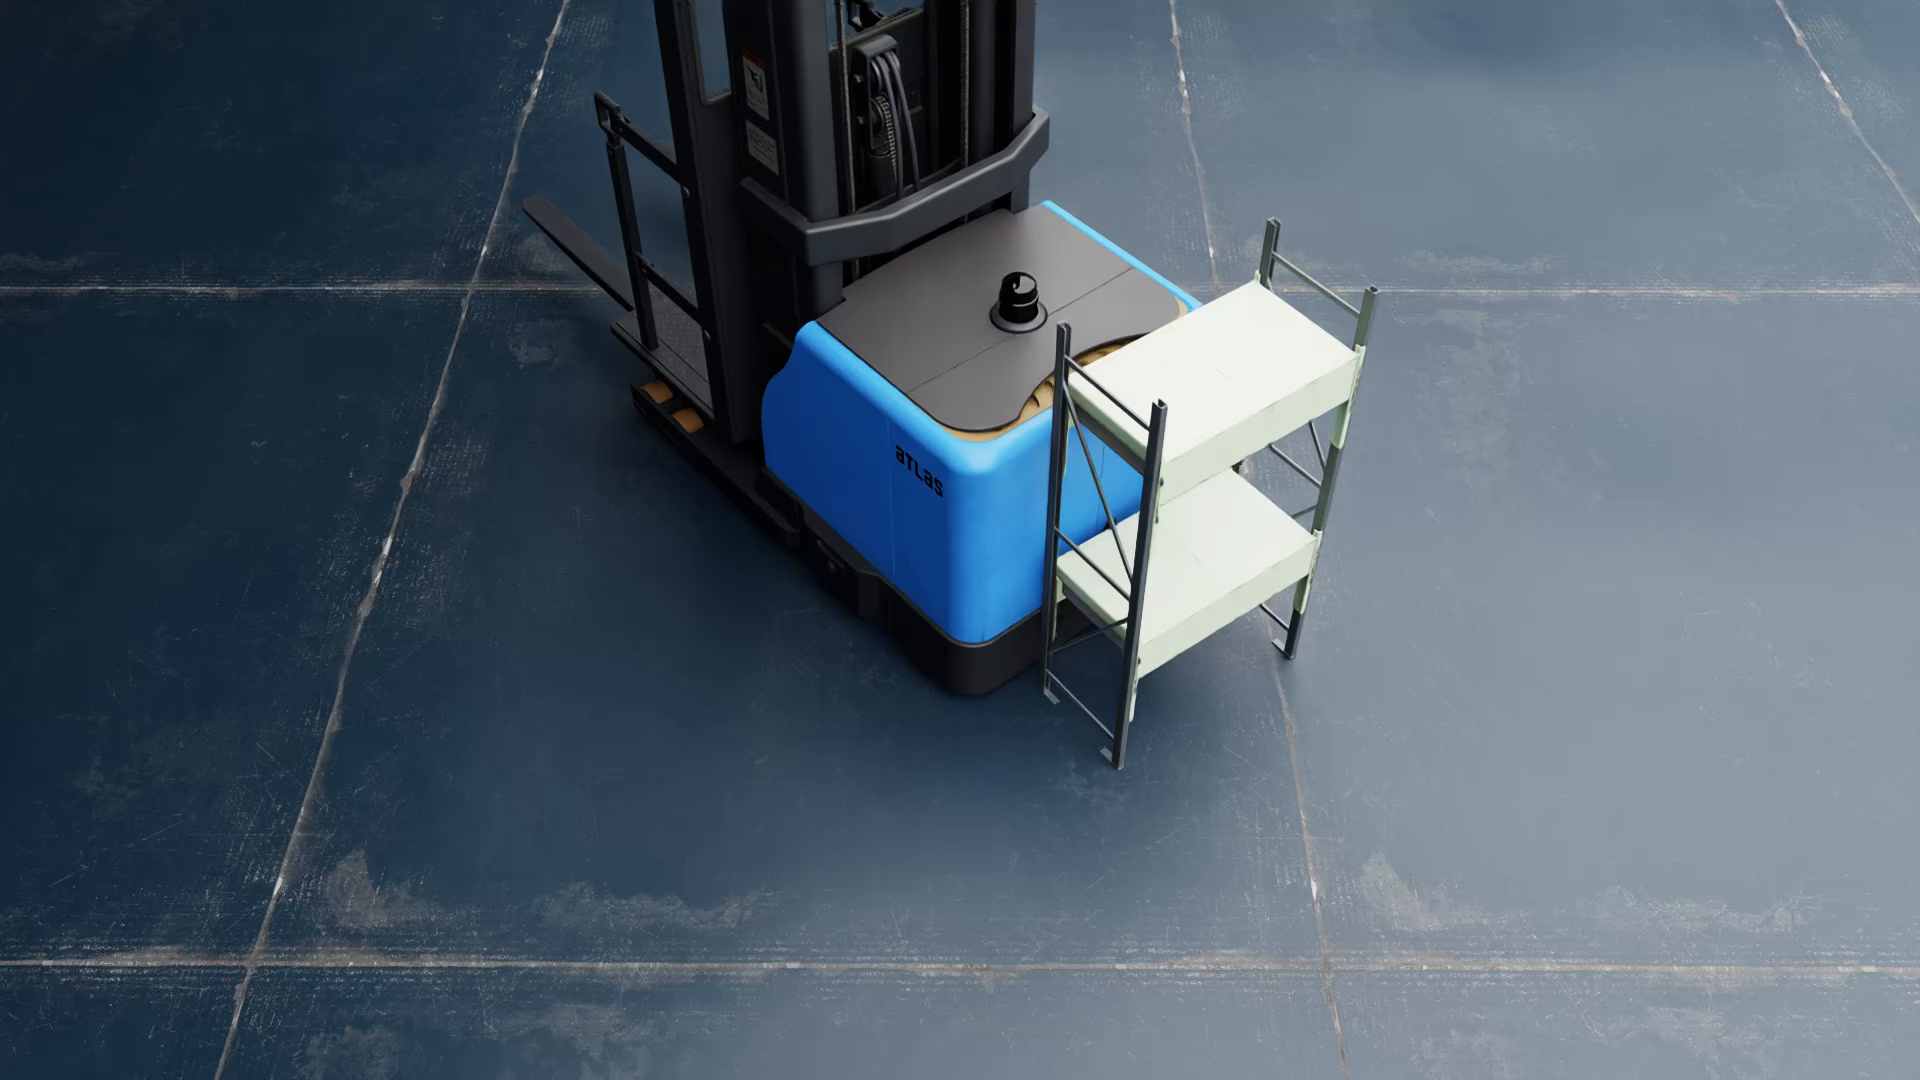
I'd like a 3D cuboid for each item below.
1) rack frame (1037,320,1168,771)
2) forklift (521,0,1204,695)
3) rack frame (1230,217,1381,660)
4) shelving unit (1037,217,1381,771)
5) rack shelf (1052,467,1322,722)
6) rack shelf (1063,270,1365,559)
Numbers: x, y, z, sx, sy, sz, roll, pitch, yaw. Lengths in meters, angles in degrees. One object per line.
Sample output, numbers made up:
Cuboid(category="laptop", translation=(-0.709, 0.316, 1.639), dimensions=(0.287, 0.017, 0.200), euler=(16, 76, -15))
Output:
Cuboid(category="rack frame", translation=(0.374, 0.074, 4.656), dimensions=(0.023, 1.500, 0.400), euler=(-29, 53, -24))
Cuboid(category="forklift", translation=(-0.548, -1.527, 5.169), dimensions=(1.130, 2.935, 3.031), euler=(-32, 55, -26))
Cuboid(category="rack frame", translation=(0.961, -0.245, 4.954), dimensions=(0.023, 1.500, 0.400), euler=(-29, 53, -24))
Cuboid(category="shelving unit", translation=(0.668, -0.085, 4.805), dimensions=(0.755, 1.500, 0.431), euler=(-29, 53, -24))
Cuboid(category="rack shelf", translation=(0.668, 0.137, 5.044), dimensions=(0.720, 0.370, 0.431), euler=(-29, 53, -24))
Cuboid(category="rack shelf", translation=(0.668, -0.351, 4.519), dimensions=(0.720, 0.370, 0.431), euler=(-29, 53, -24))
